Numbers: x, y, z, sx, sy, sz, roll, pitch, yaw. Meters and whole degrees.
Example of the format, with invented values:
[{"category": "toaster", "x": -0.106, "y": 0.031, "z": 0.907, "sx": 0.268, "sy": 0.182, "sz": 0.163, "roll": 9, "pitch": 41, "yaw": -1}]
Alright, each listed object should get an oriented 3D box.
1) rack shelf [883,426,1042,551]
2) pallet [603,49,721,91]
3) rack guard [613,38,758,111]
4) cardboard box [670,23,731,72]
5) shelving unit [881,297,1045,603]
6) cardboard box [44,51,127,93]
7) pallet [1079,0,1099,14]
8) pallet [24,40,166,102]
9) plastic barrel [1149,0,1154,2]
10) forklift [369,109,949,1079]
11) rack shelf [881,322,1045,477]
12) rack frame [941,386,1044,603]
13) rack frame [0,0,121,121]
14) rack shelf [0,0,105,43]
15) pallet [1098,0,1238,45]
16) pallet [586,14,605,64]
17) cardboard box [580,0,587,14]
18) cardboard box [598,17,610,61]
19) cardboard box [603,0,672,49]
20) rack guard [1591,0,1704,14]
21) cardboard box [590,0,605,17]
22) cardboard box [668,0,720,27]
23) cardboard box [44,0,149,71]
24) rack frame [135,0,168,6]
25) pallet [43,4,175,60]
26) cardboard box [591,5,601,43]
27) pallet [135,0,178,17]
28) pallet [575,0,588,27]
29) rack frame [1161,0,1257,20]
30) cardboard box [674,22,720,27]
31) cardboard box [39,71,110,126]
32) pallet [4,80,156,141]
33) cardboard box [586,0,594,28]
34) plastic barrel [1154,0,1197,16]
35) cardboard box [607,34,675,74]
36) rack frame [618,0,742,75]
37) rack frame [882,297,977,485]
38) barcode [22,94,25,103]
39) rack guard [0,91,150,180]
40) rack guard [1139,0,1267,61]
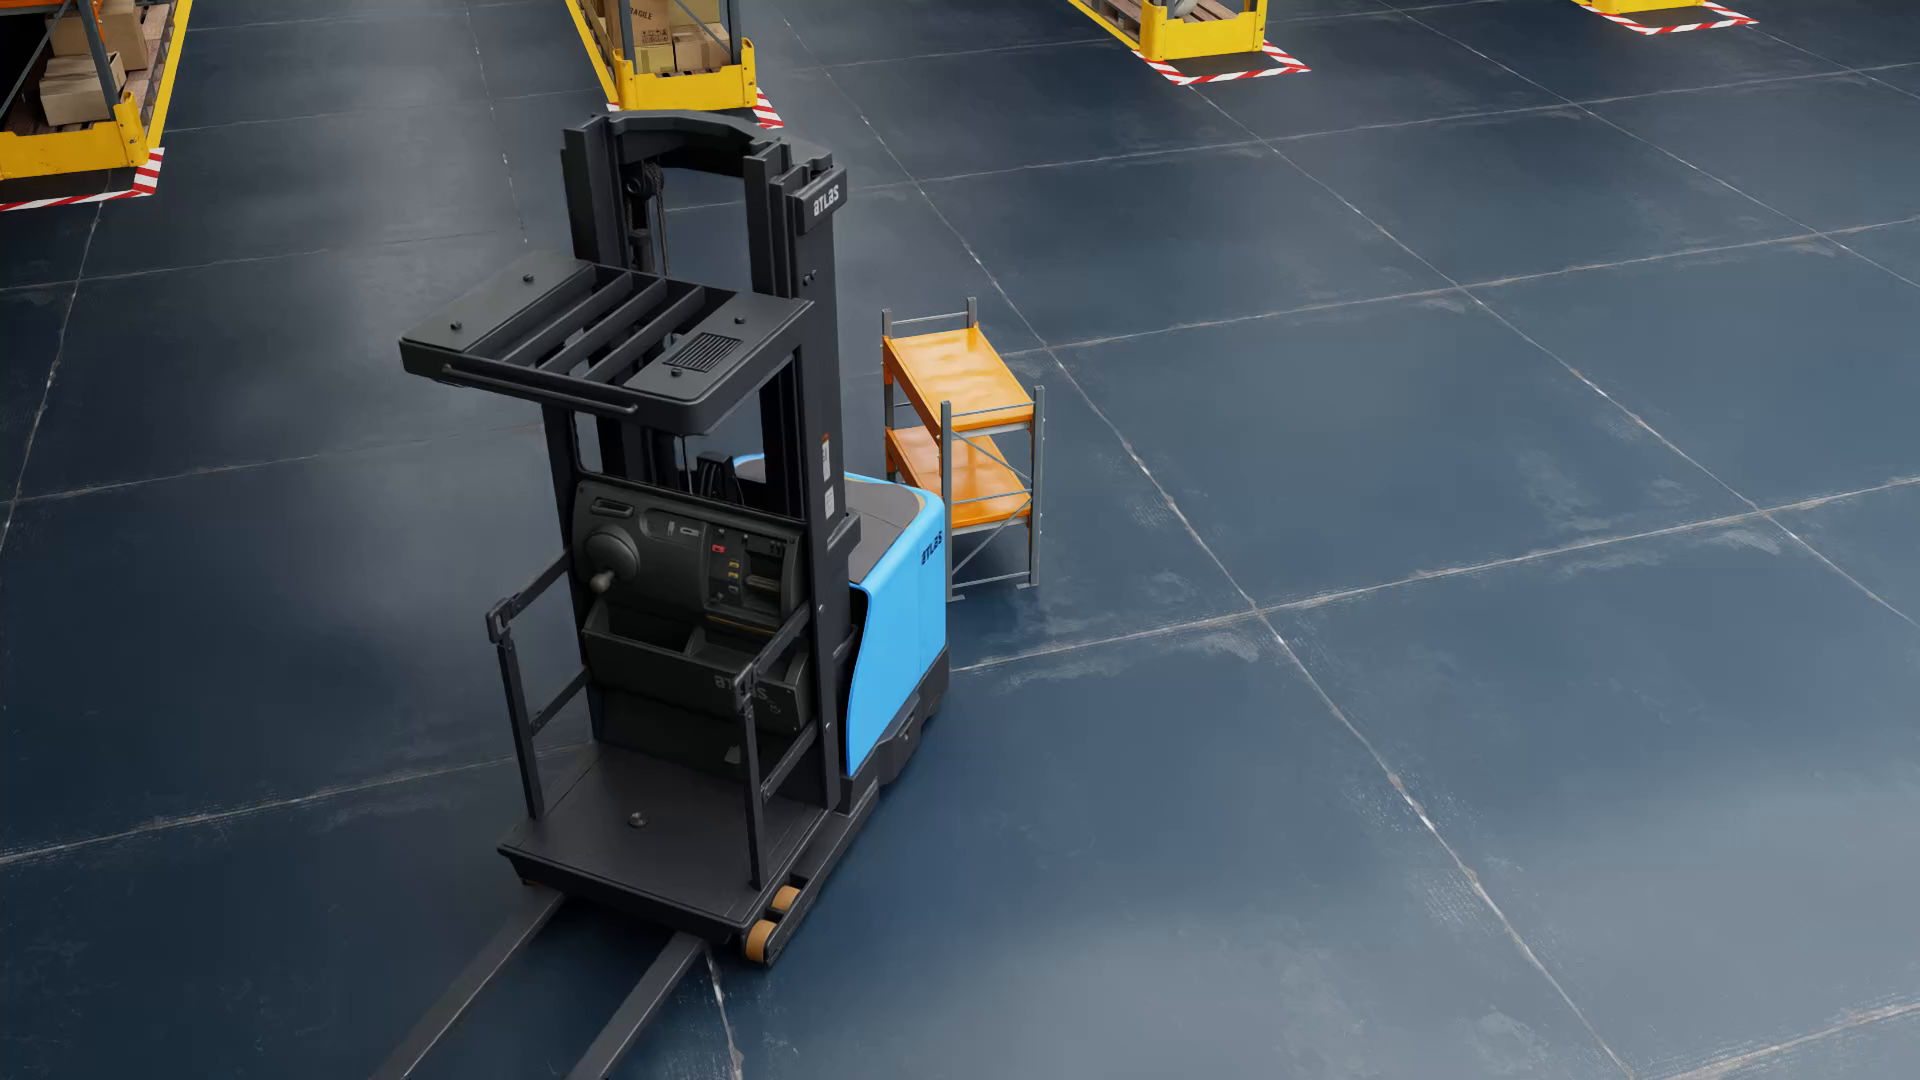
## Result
[{"category": "rack shelf", "x": -0.002, "y": -0.269, "z": 8.580, "sx": 0.538, "sy": 0.278, "sz": 1.000, "roll": -10, "pitch": 35, "yaw": -15}, {"category": "pallet", "x": -2.638, "y": -4.263, "z": 15.009, "sx": 1.003, "sy": 0.211, "sz": 1.213, "roll": -10, "pitch": 35, "yaw": -15}, {"category": "rack guard", "x": -2.357, "y": -3.976, "z": 14.314, "sx": 1.175, "sy": 0.500, "sz": 0.348, "roll": -10, "pitch": 35, "yaw": -15}, {"category": "cardboard box", "x": -2.316, "y": -4.379, "z": 14.769, "sx": 0.500, "sy": 0.250, "sz": 0.500, "roll": -10, "pitch": 35, "yaw": -15}, {"category": "shelving unit", "x": -0.002, "y": -0.473, "z": 8.445, "sx": 0.538, "sy": 1.125, "sz": 1.048, "roll": -10, "pitch": 35, "yaw": -15}, {"category": "cardboard box", "x": -7.380, "y": -3.936, "z": 14.026, "sx": 0.500, "sy": 0.311, "sz": 0.500, "roll": -7, "pitch": 34, "yaw": -11}, {"category": "pallet", "x": 1.675, "y": -5.798, "z": 17.333, "sx": 1.003, "sy": 0.211, "sz": 1.213, "roll": -10, "pitch": 35, "yaw": -15}, {"category": "pallet", "x": -7.687, "y": -4.145, "z": 14.831, "sx": 1.003, "sy": 0.211, "sz": 1.213, "roll": -10, "pitch": 35, "yaw": -15}, {"category": "plastic barrel", "x": 1.928, "y": -5.596, "z": 16.373, "sx": 0.421, "sy": 0.512, "sz": 0.421, "roll": 0, "pitch": 33, "yaw": 0}, {"category": "forklift", "x": -1.090, "y": 0.117, "z": 5.914, "sx": 1.130, "sy": 2.935, "sz": 3.031, "roll": 13, "pitch": 36, "yaw": 19}, {"category": "rack shelf", "x": -0.002, "y": -0.717, "z": 8.284, "sx": 0.538, "sy": 0.278, "sz": 1.000, "roll": -10, "pitch": 35, "yaw": -15}, {"category": "rack frame", "x": 0.153, "y": -0.206, "z": 8.041, "sx": 0.500, "sy": 1.125, "sz": 0.032, "roll": -10, "pitch": 35, "yaw": -15}, {"category": "rack frame", "x": -7.081, "y": -4.197, "z": 12.380, "sx": 1.000, "sy": 3.000, "sz": 0.127, "roll": -10, "pitch": 35, "yaw": -15}, {"category": "rack shelf", "x": -7.691, "y": -4.947, "z": 14.168, "sx": 1.077, "sy": 0.370, "sz": 4.000, "roll": -10, "pitch": 35, "yaw": -15}, {"category": "pallet", "x": 2.043, "y": -5.159, "z": 16.365, "sx": 1.003, "sy": 0.211, "sz": 1.213, "roll": -10, "pitch": 35, "yaw": -15}, {"category": "pallet", "x": -3.006, "y": -4.902, "z": 15.977, "sx": 1.003, "sy": 0.211, "sz": 1.213, "roll": -10, "pitch": 35, "yaw": -15}, {"category": "cardboard box", "x": -3.437, "y": -5.339, "z": 16.221, "sx": 0.500, "sy": 0.250, "sz": 0.500, "roll": -10, "pitch": 35, "yaw": -15}, {"category": "cardboard box", "x": -2.973, "y": -4.552, "z": 15.031, "sx": 0.500, "sy": 0.250, "sz": 0.500, "roll": -10, "pitch": 35, "yaw": -15}, {"category": "cardboard box", "x": -2.811, "y": -4.604, "z": 14.430, "sx": 0.500, "sy": 0.500, "sz": 0.500, "roll": -10, "pitch": 35, "yaw": -15}, {"category": "rack guard", "x": 7.048, "y": -5.693, "z": 16.911, "sx": 1.175, "sy": 0.500, "sz": 0.348, "roll": -10, "pitch": 35, "yaw": -15}, {"category": "cardboard box", "x": -3.130, "y": -5.127, "z": 15.221, "sx": 0.500, "sy": 0.500, "sz": 0.500, "roll": -10, "pitch": 35, "yaw": -15}, {"category": "cardboard box", "x": -2.471, "y": -4.954, "z": 14.959, "sx": 0.500, "sy": 0.500, "sz": 0.500, "roll": -10, "pitch": 35, "yaw": -15}, {"category": "cardboard box", "x": -7.556, "y": -4.409, "z": 14.569, "sx": 0.700, "sy": 0.500, "sz": 0.500, "roll": -12, "pitch": 35, "yaw": -18}, {"category": "rack frame", "x": -8.301, "y": -6.297, "z": 15.558, "sx": 1.000, "sy": 3.000, "sz": 0.127, "roll": -10, "pitch": 35, "yaw": -15}, {"category": "pallet", "x": -8.063, "y": -4.787, "z": 15.802, "sx": 1.003, "sy": 0.211, "sz": 1.213, "roll": -10, "pitch": 35, "yaw": -15}, {"category": "cardboard box", "x": -3.128, "y": -4.814, "z": 15.428, "sx": 0.500, "sy": 0.250, "sz": 0.500, "roll": -10, "pitch": 35, "yaw": -15}, {"category": "pallet", "x": -8.540, "y": -5.542, "z": 16.945, "sx": 1.003, "sy": 0.211, "sz": 1.213, "roll": -10, "pitch": 35, "yaw": -15}, {"category": "pallet", "x": -3.382, "y": -5.544, "z": 16.948, "sx": 1.003, "sy": 0.211, "sz": 1.213, "roll": -10, "pitch": 35, "yaw": -15}, {"category": "rack frame", "x": 2.354, "y": -5.863, "z": 14.901, "sx": 1.000, "sy": 3.000, "sz": 0.127, "roll": -10, "pitch": 35, "yaw": -15}, {"category": "cardboard box", "x": -2.472, "y": -4.641, "z": 15.165, "sx": 0.500, "sy": 0.250, "sz": 0.500, "roll": -10, "pitch": 35, "yaw": -15}, {"category": "cardboard box", "x": -7.206, "y": -3.637, "z": 13.573, "sx": 0.500, "sy": 0.311, "sz": 0.500, "roll": -14, "pitch": 36, "yaw": -20}, {"category": "pallet", "x": -7.318, "y": -3.506, "z": 13.864, "sx": 1.003, "sy": 0.211, "sz": 1.213, "roll": -10, "pitch": 35, "yaw": -15}, {"category": "cardboard box", "x": -3.278, "y": -5.077, "z": 15.826, "sx": 0.500, "sy": 0.250, "sz": 0.500, "roll": -10, "pitch": 35, "yaw": -15}, {"category": "plastic barrel", "x": 2.080, "y": -5.333, "z": 15.975, "sx": 0.421, "sy": 0.512, "sz": 0.421, "roll": 0, "pitch": 33, "yaw": 0}, {"category": "cardboard box", "x": -2.809, "y": -4.292, "z": 14.637, "sx": 0.500, "sy": 0.250, "sz": 0.500, "roll": -10, "pitch": 35, "yaw": -15}, {"category": "rack frame", "x": -2.364, "y": -5.032, "z": 13.644, "sx": 1.000, "sy": 3.000, "sz": 0.127, "roll": -10, "pitch": 35, "yaw": -15}, {"category": "rack frame", "x": -0.157, "y": -0.740, "z": 8.849, "sx": 0.500, "sy": 1.125, "sz": 0.032, "roll": -10, "pitch": 35, "yaw": -15}, {"category": "barcode", "x": -7.593, "y": -3.583, "z": 13.483, "sx": 0.001, "sy": 0.075, "sz": 0.075, "roll": -10, "pitch": 35, "yaw": -15}, {"category": "rack guard", "x": -7.104, "y": -3.194, "z": 13.130, "sx": 1.175, "sy": 0.500, "sz": 0.348, "roll": -10, "pitch": 35, "yaw": -15}, {"category": "rack guard", "x": 2.286, "y": -4.852, "z": 15.639, "sx": 1.175, "sy": 0.500, "sz": 0.348, "roll": -10, "pitch": 35, "yaw": -15}]
